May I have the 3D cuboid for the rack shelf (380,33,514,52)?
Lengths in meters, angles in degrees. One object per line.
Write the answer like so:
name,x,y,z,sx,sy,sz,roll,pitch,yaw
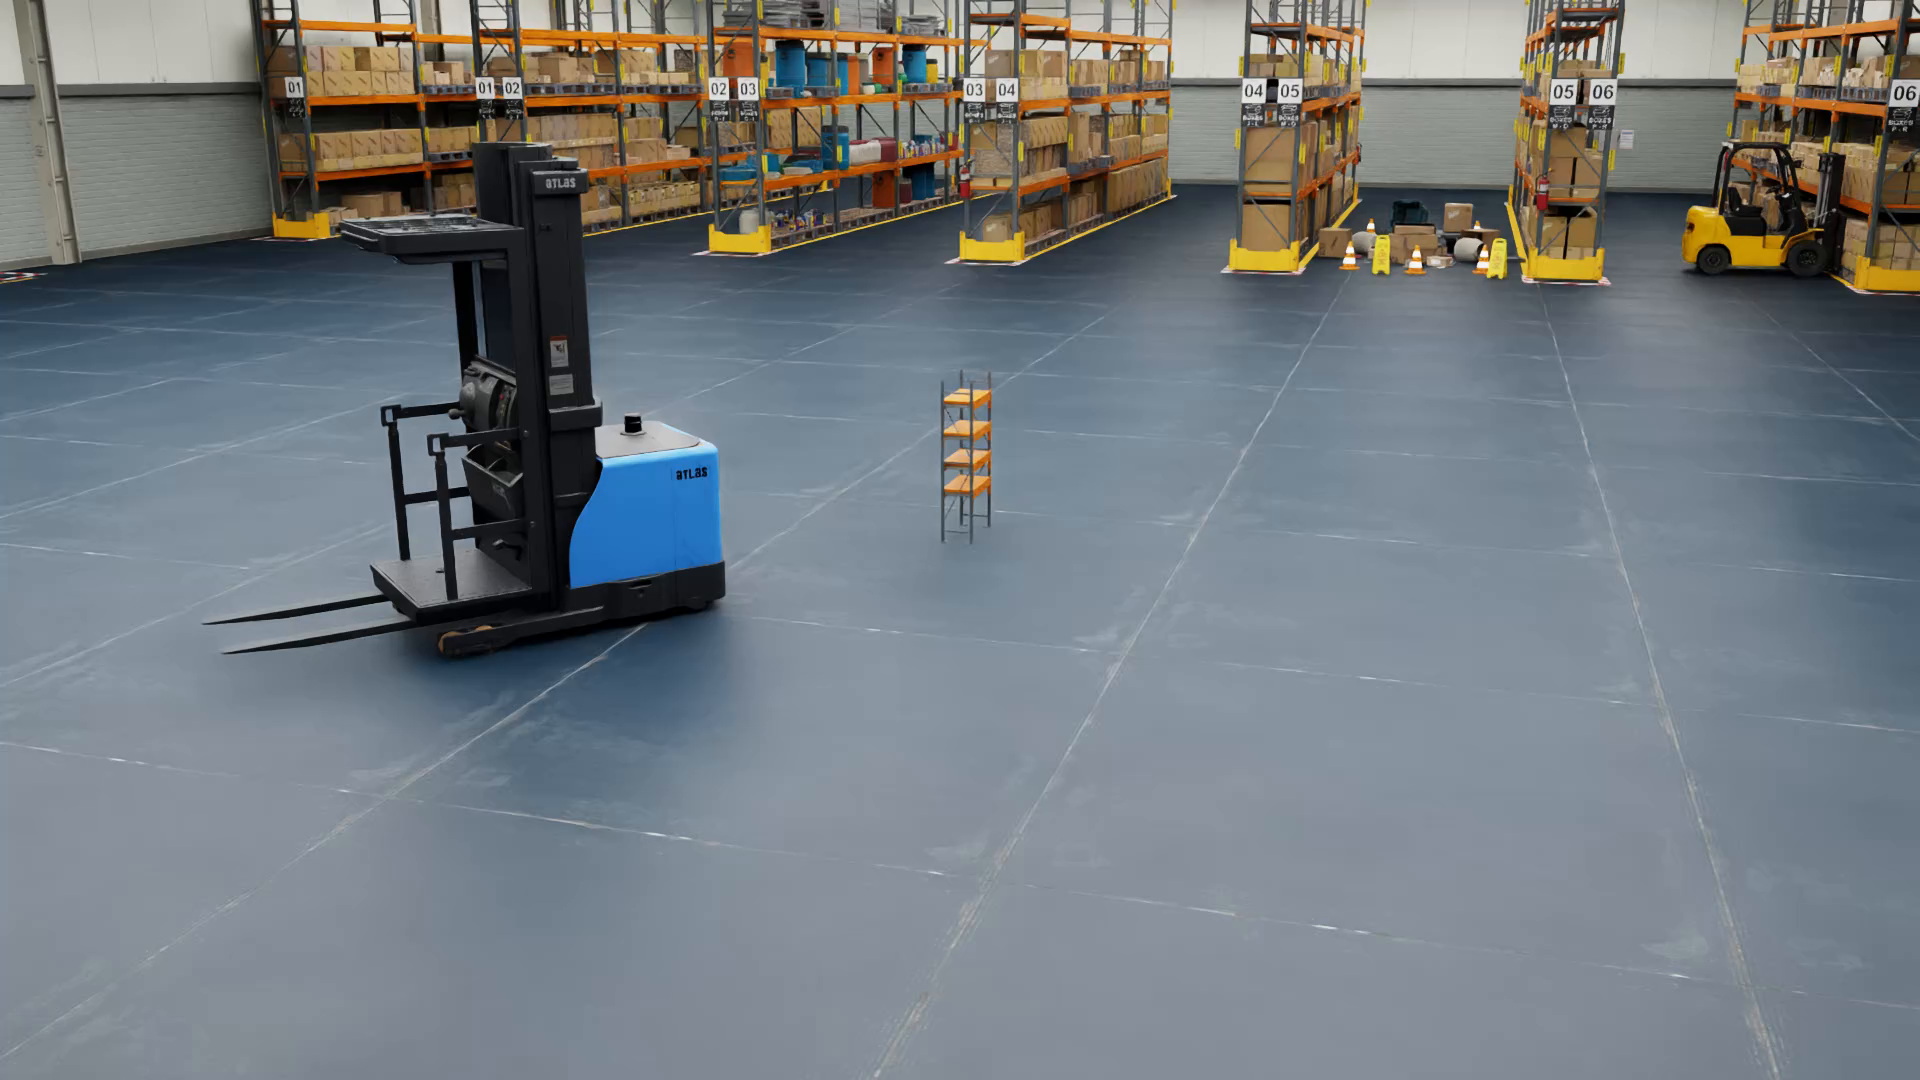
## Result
rack shelf,-11.978,-11.643,38.938,1.077,0.370,4.000,5,16,16

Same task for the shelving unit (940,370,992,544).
shelving unit,0.047,-0.621,12.318,0.258,1.200,0.503,5,16,16

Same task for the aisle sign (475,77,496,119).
aisle sign,-9.233,-8.599,32.384,0.394,0.787,0.004,5,16,16

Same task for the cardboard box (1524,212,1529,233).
cardboard box,11.746,-6.297,33.079,0.950,0.372,0.625,5,17,18

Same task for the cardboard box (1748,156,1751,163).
cardboard box,18.188,-8.682,37.903,0.380,0.149,0.250,5,17,17

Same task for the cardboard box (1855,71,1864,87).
cardboard box,15.249,-7.731,27.886,0.396,0.266,0.258,4,16,15

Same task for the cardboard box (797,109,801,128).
cardboard box,-4.680,-11.517,45.422,0.500,0.500,0.500,5,17,18

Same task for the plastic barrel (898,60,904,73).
plastic barrel,-1.552,-11.236,39.932,0.433,0.535,0.433,0,16,0

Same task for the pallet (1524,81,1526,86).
pallet,14.067,-10.876,39.843,1.003,0.211,1.213,5,16,16

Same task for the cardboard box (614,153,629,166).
cardboard box,-7.698,-8.449,36.895,0.500,0.250,0.500,6,17,19

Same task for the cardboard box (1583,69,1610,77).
cardboard box,10.362,-7.588,27.086,0.380,0.149,0.250,5,16,15

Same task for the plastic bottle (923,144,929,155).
plastic bottle,-0.862,-9.646,41.069,0.152,0.276,0.135,5,16,16

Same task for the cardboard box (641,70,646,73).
cardboard box,-9.237,-13.184,47.140,0.500,0.250,0.500,4,16,14

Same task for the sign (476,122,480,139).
sign,-9.449,-8.059,32.690,0.100,0.325,0.005,5,16,16

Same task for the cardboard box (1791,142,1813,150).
cardboard box,16.726,-7.814,33.008,0.380,0.149,0.250,5,17,18

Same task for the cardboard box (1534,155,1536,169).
cardboard box,10.689,-6.816,30.134,0.500,0.500,0.500,5,16,16

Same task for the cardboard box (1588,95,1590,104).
cardboard box,10.471,-7.189,27.140,0.380,0.149,0.250,5,16,16

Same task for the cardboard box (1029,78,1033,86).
cardboard box,1.130,-8.392,30.466,0.380,0.149,0.250,5,17,18

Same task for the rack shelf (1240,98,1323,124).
rack shelf,5.859,-7.782,30.092,1.077,0.370,4.000,5,16,16

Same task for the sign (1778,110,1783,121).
sign,19.899,-10.268,40.331,0.100,0.325,0.005,5,16,16

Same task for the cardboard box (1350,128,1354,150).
cardboard box,9.395,-9.862,40.873,0.500,0.500,0.500,4,16,15

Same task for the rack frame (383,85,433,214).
rack frame,-12.547,-8.772,37.760,1.000,3.000,0.127,5,16,16

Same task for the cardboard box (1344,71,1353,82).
cardboard box,9.068,-11.020,39.548,0.500,0.250,0.500,5,17,18

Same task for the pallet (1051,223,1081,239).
pallet,1.921,-6.482,34.796,1.003,0.211,1.213,5,16,16

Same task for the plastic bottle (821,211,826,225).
plastic bottle,-2.868,-6.757,34.828,0.061,0.283,0.133,5,17,19

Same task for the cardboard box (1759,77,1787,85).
cardboard box,18.133,-10.220,37.097,0.500,0.250,0.500,5,16,16

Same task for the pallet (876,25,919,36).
pallet,-1.677,-11.840,38.659,1.213,0.211,1.003,5,16,16

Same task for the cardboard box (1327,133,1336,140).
cardboard box,8.253,-9.072,37.419,0.380,0.149,0.250,5,17,18

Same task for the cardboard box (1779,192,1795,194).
cardboard box,17.280,-7.179,34.766,0.380,0.149,0.250,5,17,18

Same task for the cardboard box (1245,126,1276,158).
cardboard box,5.501,-6.999,29.254,0.875,0.550,0.550,5,16,16

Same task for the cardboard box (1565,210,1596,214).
cardboard box,10.861,-5.508,29.148,0.500,0.500,0.500,5,17,17

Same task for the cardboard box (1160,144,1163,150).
cardboard box,5.109,-10.320,43.679,0.380,0.149,0.250,5,17,17

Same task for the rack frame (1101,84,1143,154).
rack frame,3.974,-9.713,41.076,1.000,3.000,0.127,5,16,16

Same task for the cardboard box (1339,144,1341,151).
cardboard box,8.705,-9.196,38.943,0.380,0.149,0.250,5,17,16

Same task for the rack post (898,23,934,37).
rack post,-1.228,-12.203,39.778,0.937,0.300,0.954,7,17,22

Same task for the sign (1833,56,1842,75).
sign,15.439,-8.350,29.250,0.100,0.325,0.005,5,16,16

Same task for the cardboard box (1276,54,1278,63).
cardboard box,5.495,-8.632,29.814,0.380,0.149,0.250,5,17,16

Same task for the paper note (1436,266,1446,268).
paper note,8.426,-4.778,29.119,0.148,0.019,0.142,-1,16,-3

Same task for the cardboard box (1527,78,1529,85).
cardboard box,12.780,-10.173,36.860,0.380,0.166,0.250,3,16,12

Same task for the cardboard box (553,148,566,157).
cardboard box,-8.497,-7.779,34.075,0.700,0.500,0.500,5,17,16

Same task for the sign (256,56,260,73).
sign,-14.210,-9.643,33.710,0.100,0.325,0.005,5,16,16

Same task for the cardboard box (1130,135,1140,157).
cardboard box,4.103,-9.617,40.556,0.500,0.500,0.500,5,16,16

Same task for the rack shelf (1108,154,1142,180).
rack shelf,3.406,-8.843,39.329,1.077,0.370,4.000,5,16,16

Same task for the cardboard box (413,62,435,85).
cardboard box,-12.315,-10.602,37.762,0.500,0.500,0.500,7,17,24

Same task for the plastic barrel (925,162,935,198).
plastic barrel,-0.946,-9.148,42.162,0.600,0.901,0.708,5,16,16

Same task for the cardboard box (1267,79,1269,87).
cardboard box,5.133,-7.914,28.744,0.380,0.149,0.250,5,17,16

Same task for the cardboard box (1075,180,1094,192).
cardboard box,2.676,-7.859,36.939,0.500,0.250,0.500,5,17,18

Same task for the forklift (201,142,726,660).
forklift,-3.034,-0.866,10.011,3.031,2.935,1.130,-10,19,-32

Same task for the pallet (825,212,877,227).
pallet,-2.517,-7.191,37.295,1.003,0.211,1.213,5,16,16

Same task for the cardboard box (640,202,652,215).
cardboard box,-7.297,-7.488,37.502,0.500,0.250,0.500,5,17,17

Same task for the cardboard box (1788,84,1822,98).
cardboard box,17.012,-9.038,33.474,0.500,0.250,0.500,4,16,14

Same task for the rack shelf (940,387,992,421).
rack shelf,0.047,-0.999,12.211,0.258,0.148,0.480,5,16,16

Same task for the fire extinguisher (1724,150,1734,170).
fire extinguisher,18.971,-9.465,41.026,0.296,0.674,0.183,5,16,16
